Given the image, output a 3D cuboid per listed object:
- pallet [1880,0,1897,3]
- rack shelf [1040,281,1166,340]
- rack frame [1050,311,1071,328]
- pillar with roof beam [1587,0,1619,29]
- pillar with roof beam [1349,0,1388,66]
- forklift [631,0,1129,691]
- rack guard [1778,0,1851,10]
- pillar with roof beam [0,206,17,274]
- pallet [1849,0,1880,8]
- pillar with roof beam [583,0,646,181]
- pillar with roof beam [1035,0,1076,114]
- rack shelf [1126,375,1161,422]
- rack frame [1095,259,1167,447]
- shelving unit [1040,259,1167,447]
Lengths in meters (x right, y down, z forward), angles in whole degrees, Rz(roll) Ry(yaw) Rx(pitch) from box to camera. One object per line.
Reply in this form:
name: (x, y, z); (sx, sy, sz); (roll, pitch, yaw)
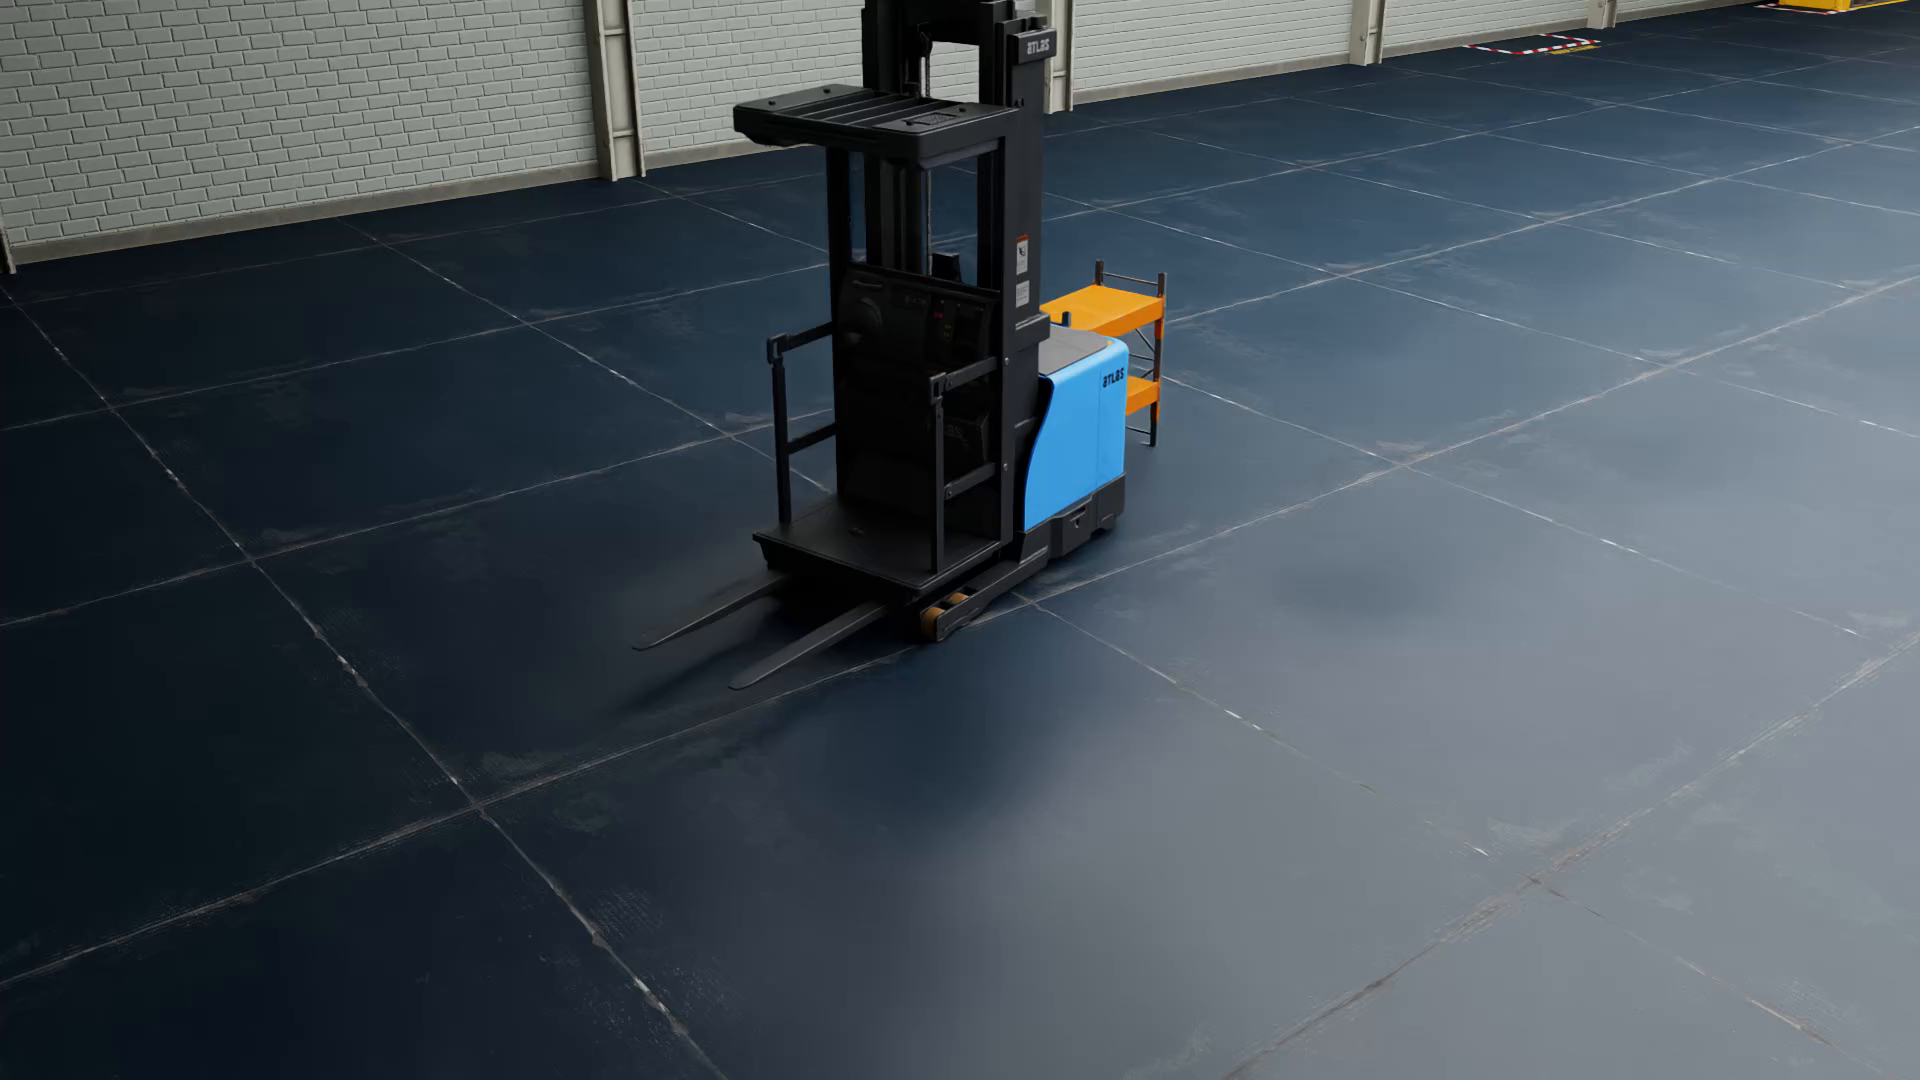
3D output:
pallet: (16.996, -10.226, 31.033); (1.213, 0.211, 1.003); (-18, 31, -34)
rack shelf: (0.734, -1.262, 9.938); (0.538, 0.278, 1.000); (18, 31, 34)
rack frame: (0.420, -0.829, 9.699); (0.500, 1.125, 0.032); (18, 31, 34)
pillar with roof beam: (13.268, -11.162, 22.610); (0.400, 9.000, 9.100); (-18, 31, -34)
pillar with roof beam: (8.547, -9.603, 19.252); (0.400, 9.000, 9.100); (-18, 31, -34)
forklift: (-0.349, -1.065, 8.062); (1.130, 2.935, 3.031); (17, 30, 33)
rack guard: (15.376, -9.843, 29.864); (0.348, 0.500, 1.175); (-18, 31, -34)
pillar with roof beam: (-5.618, -4.927, 9.177); (0.400, 9.000, 9.100); (-18, 31, -34)
pallet: (16.037, -9.911, 30.354); (1.213, 0.211, 1.003); (-18, 31, -34)
pillar with roof beam: (-0.896, -6.486, 12.535); (0.400, 9.000, 9.100); (-18, 31, -34)
pillar with roof beam: (3.825, -8.044, 15.894); (0.400, 9.000, 9.100); (-18, 31, -34)
rack shelf: (0.734, -0.775, 10.164); (0.538, 0.278, 1.000); (18, 31, 34)
rack frame: (1.048, -1.165, 10.424); (0.500, 1.125, 0.032); (18, 31, 34)
shelving unit: (0.734, -0.997, 10.061); (0.538, 1.125, 1.048); (18, 31, 34)
